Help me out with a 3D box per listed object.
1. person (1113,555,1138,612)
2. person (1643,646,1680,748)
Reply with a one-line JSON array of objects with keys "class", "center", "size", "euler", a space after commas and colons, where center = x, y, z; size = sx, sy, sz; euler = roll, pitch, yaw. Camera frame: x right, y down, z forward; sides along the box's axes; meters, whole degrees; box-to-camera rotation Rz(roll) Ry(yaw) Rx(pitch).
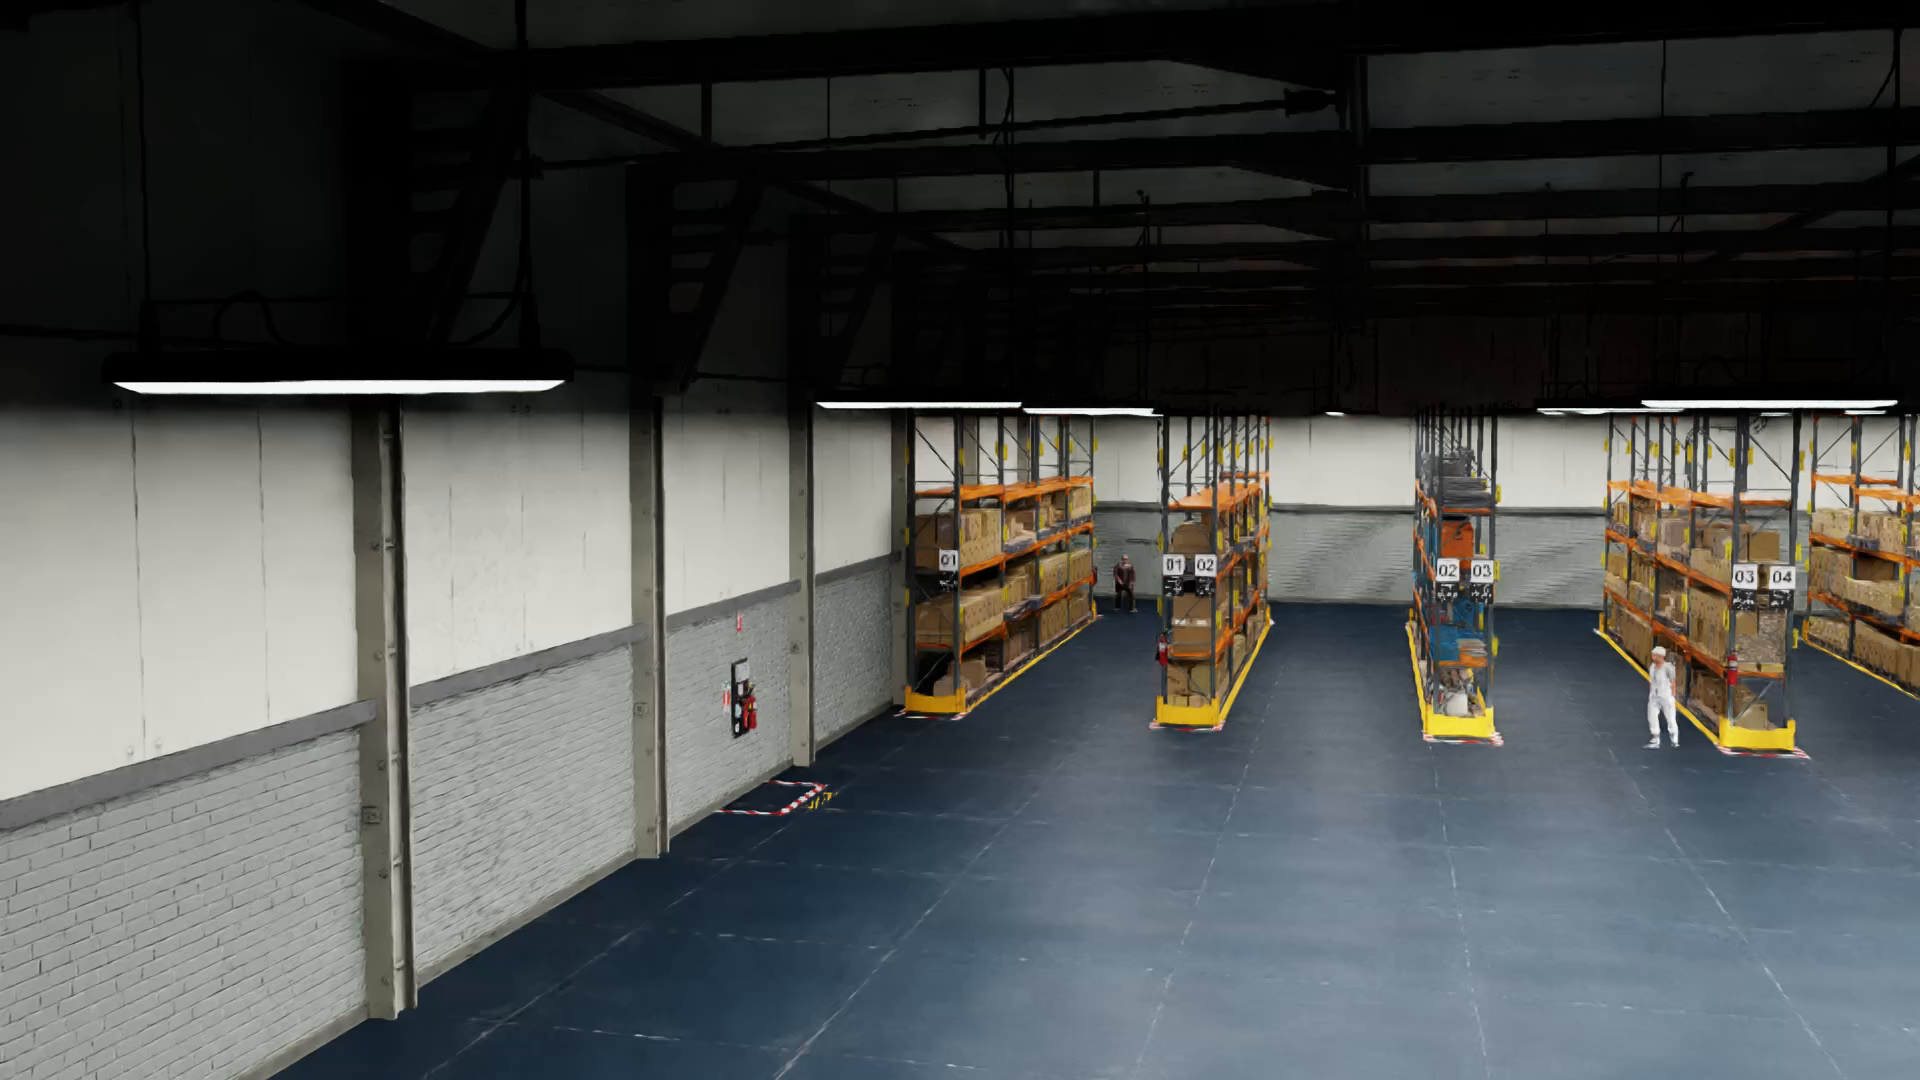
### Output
[{"class": "person", "center": [4.886, 1.295, 49.083], "size": [0.712, 1.689, 0.611], "euler": [0, 4, -2]}, {"class": "person", "center": [12.243, 2.733, 28.973], "size": [0.595, 1.780, 0.569], "euler": [-2, 5, -29]}]
